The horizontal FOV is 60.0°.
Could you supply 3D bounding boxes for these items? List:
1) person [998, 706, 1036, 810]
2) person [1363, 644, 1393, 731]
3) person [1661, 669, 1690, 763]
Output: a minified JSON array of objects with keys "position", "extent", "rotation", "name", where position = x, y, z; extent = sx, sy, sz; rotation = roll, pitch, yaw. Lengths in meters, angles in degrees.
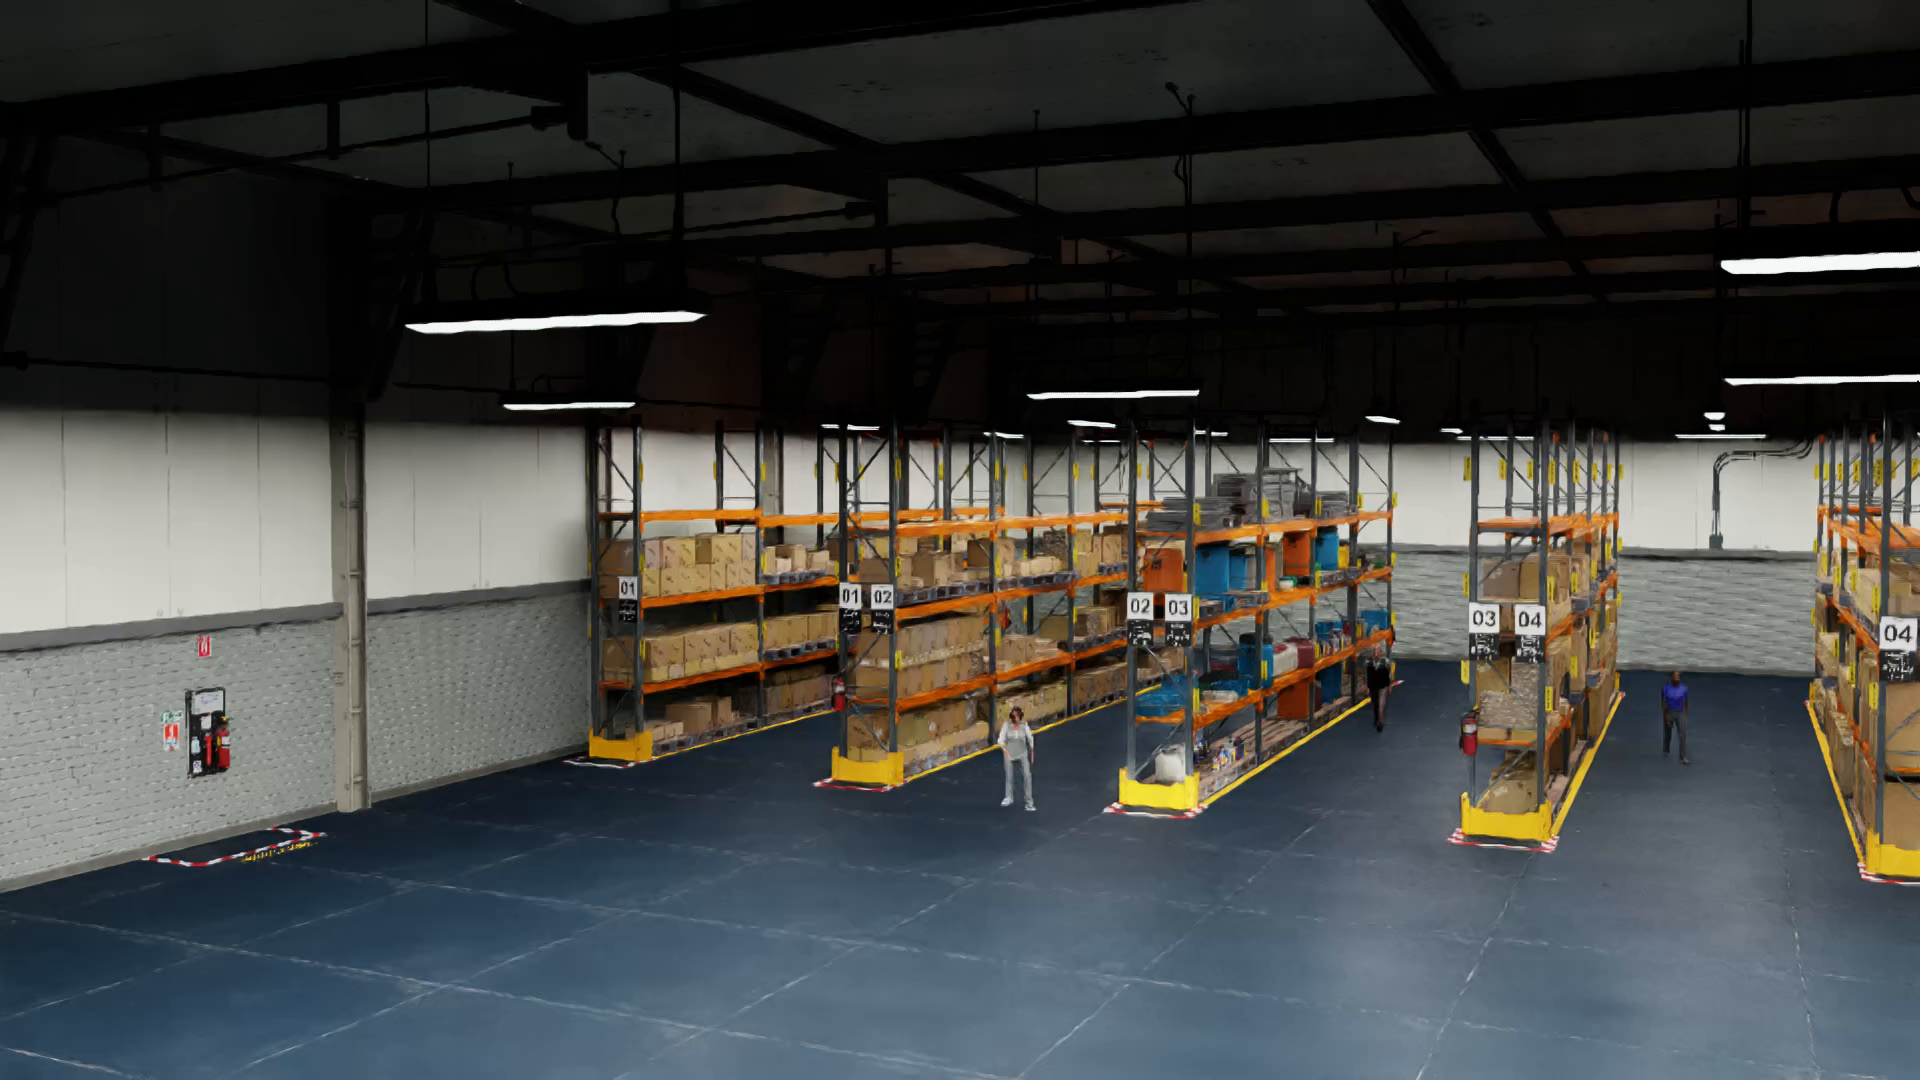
[{"position":[0.852,3.210,24.664],"extent":[0.572,1.533,0.755],"rotation":[0,2,4],"name":"person"},{"position":[8.101,2.839,32.306],"extent":[0.543,1.648,1.115],"rotation":[1,3,27],"name":"person"},{"position":[12.306,3.012,28.653],"extent":[0.443,1.587,0.996],"rotation":[1,2,17],"name":"person"}]
